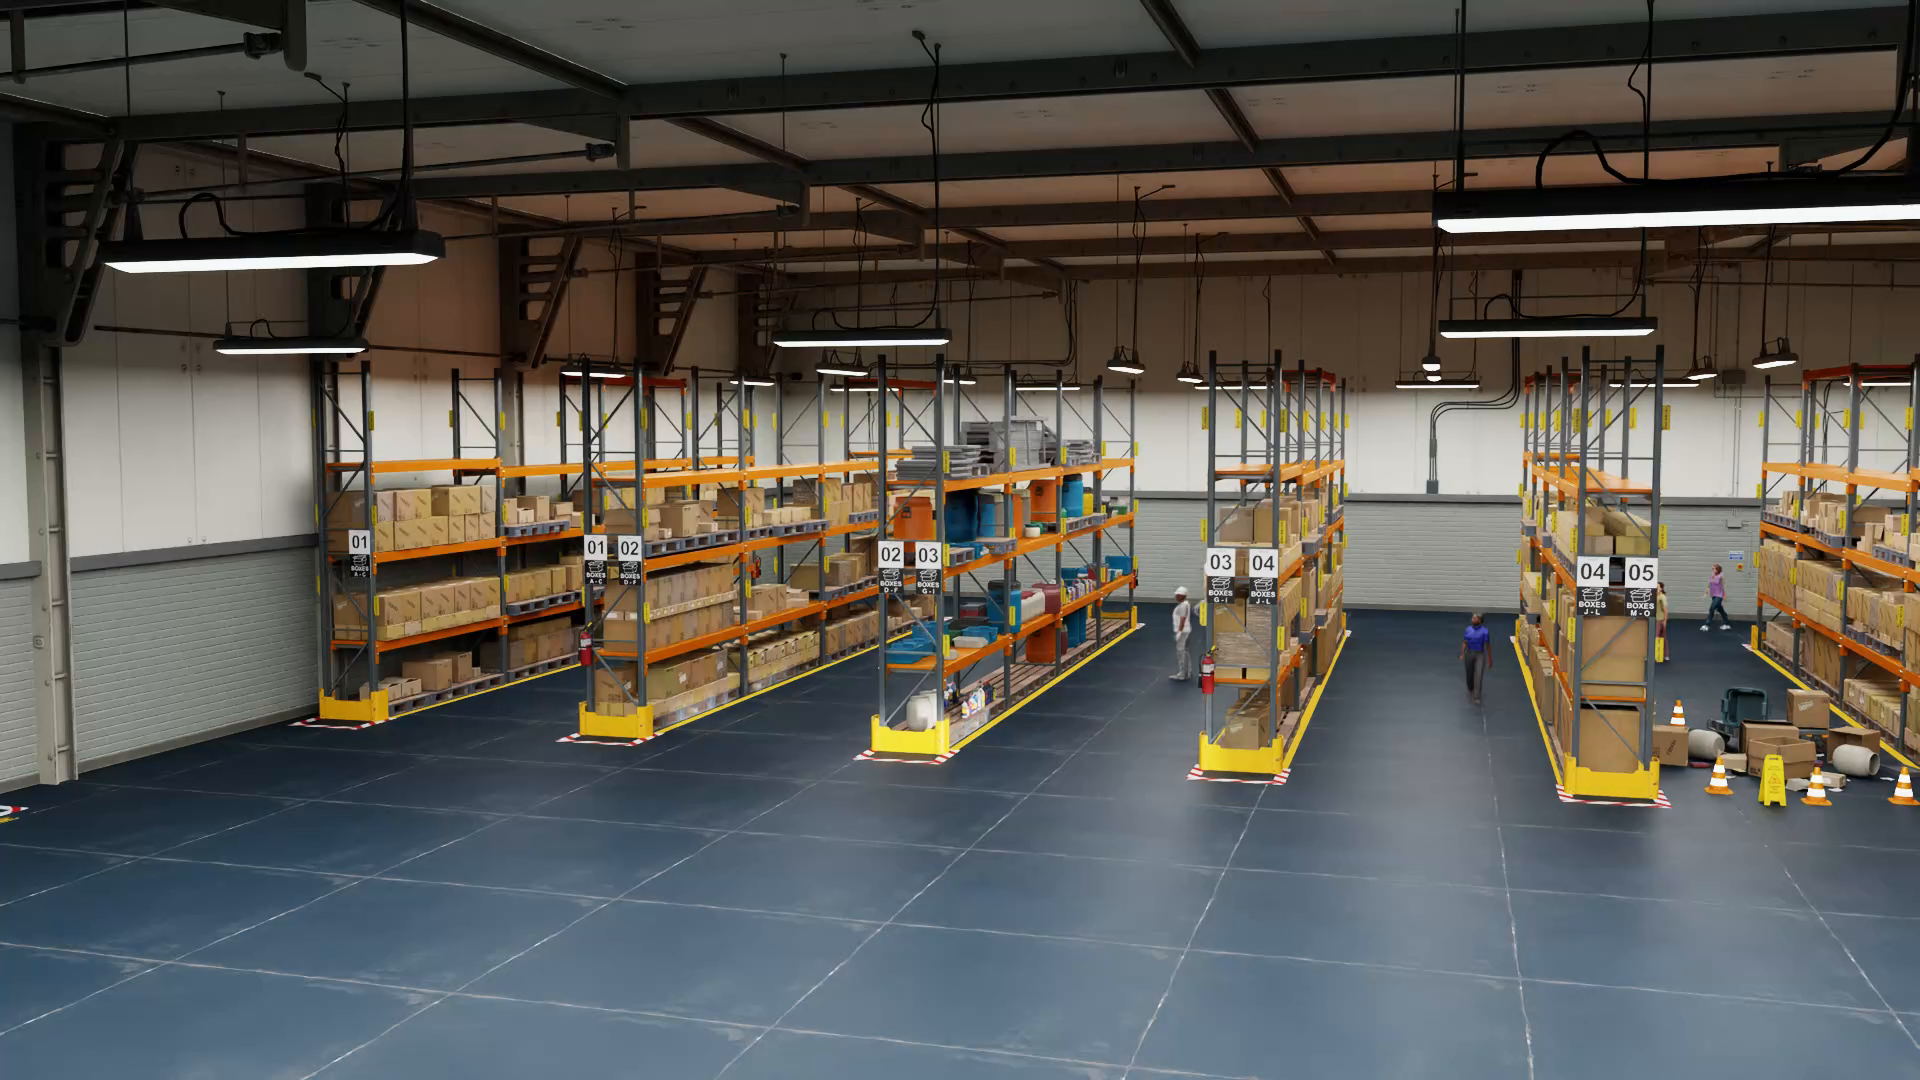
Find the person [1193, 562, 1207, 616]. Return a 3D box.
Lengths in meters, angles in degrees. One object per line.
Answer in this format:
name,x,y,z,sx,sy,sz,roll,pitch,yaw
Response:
person,6.374,1.121,42.069,0.894,1.718,0.591,3,5,40

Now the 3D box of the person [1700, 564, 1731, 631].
person,18.012,1.358,39.711,0.854,1.570,0.407,0,4,-6

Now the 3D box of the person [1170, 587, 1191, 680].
person,4.277,1.801,32.208,0.393,1.797,0.647,1,4,14

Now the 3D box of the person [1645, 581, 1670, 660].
person,14.541,1.689,34.811,0.622,1.659,0.499,1,4,19

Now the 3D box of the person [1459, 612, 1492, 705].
person,9.186,2.082,29.597,0.556,1.611,0.928,2,4,22
